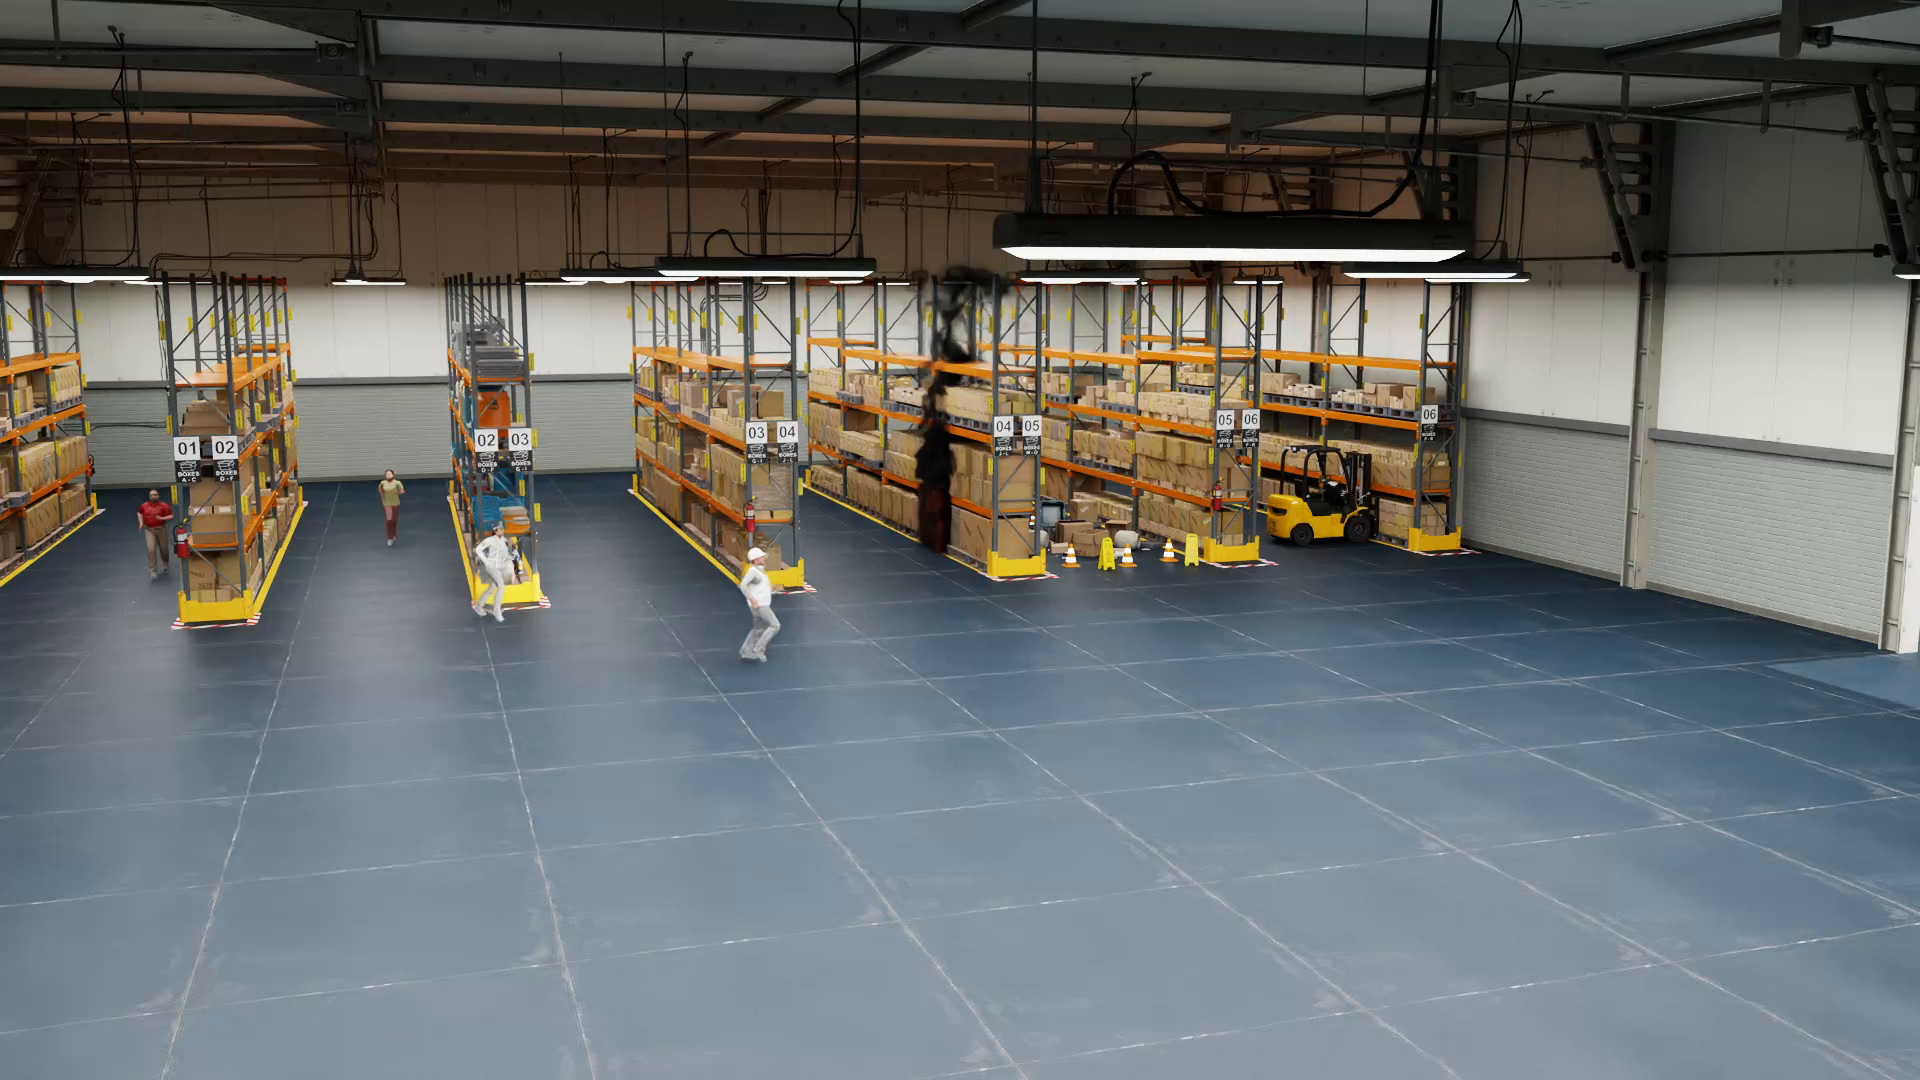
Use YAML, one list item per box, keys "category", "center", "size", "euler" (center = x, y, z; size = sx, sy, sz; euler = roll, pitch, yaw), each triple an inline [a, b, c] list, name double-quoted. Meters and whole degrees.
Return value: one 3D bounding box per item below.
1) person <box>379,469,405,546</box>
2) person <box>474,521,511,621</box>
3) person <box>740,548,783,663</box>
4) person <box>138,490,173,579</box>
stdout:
- category: "person"
  center: [-12.823, -0.747, 37.589]
  size: [0.547, 1.726, 0.741]
  euler: [-3, 9, -20]
- category: "person"
  center: [-8.152, 0.526, 29.090]
  size: [0.701, 1.741, 0.599]
  euler: [3, 9, 18]
- category: "person"
  center: [-3.065, 1.003, 25.608]
  size: [0.693, 1.771, 0.629]
  euler: [0, 9, -3]
- category: "person"
  center: [-16.043, -0.145, 33.192]
  size: [0.662, 1.716, 0.989]
  euler: [-3, 9, -21]
